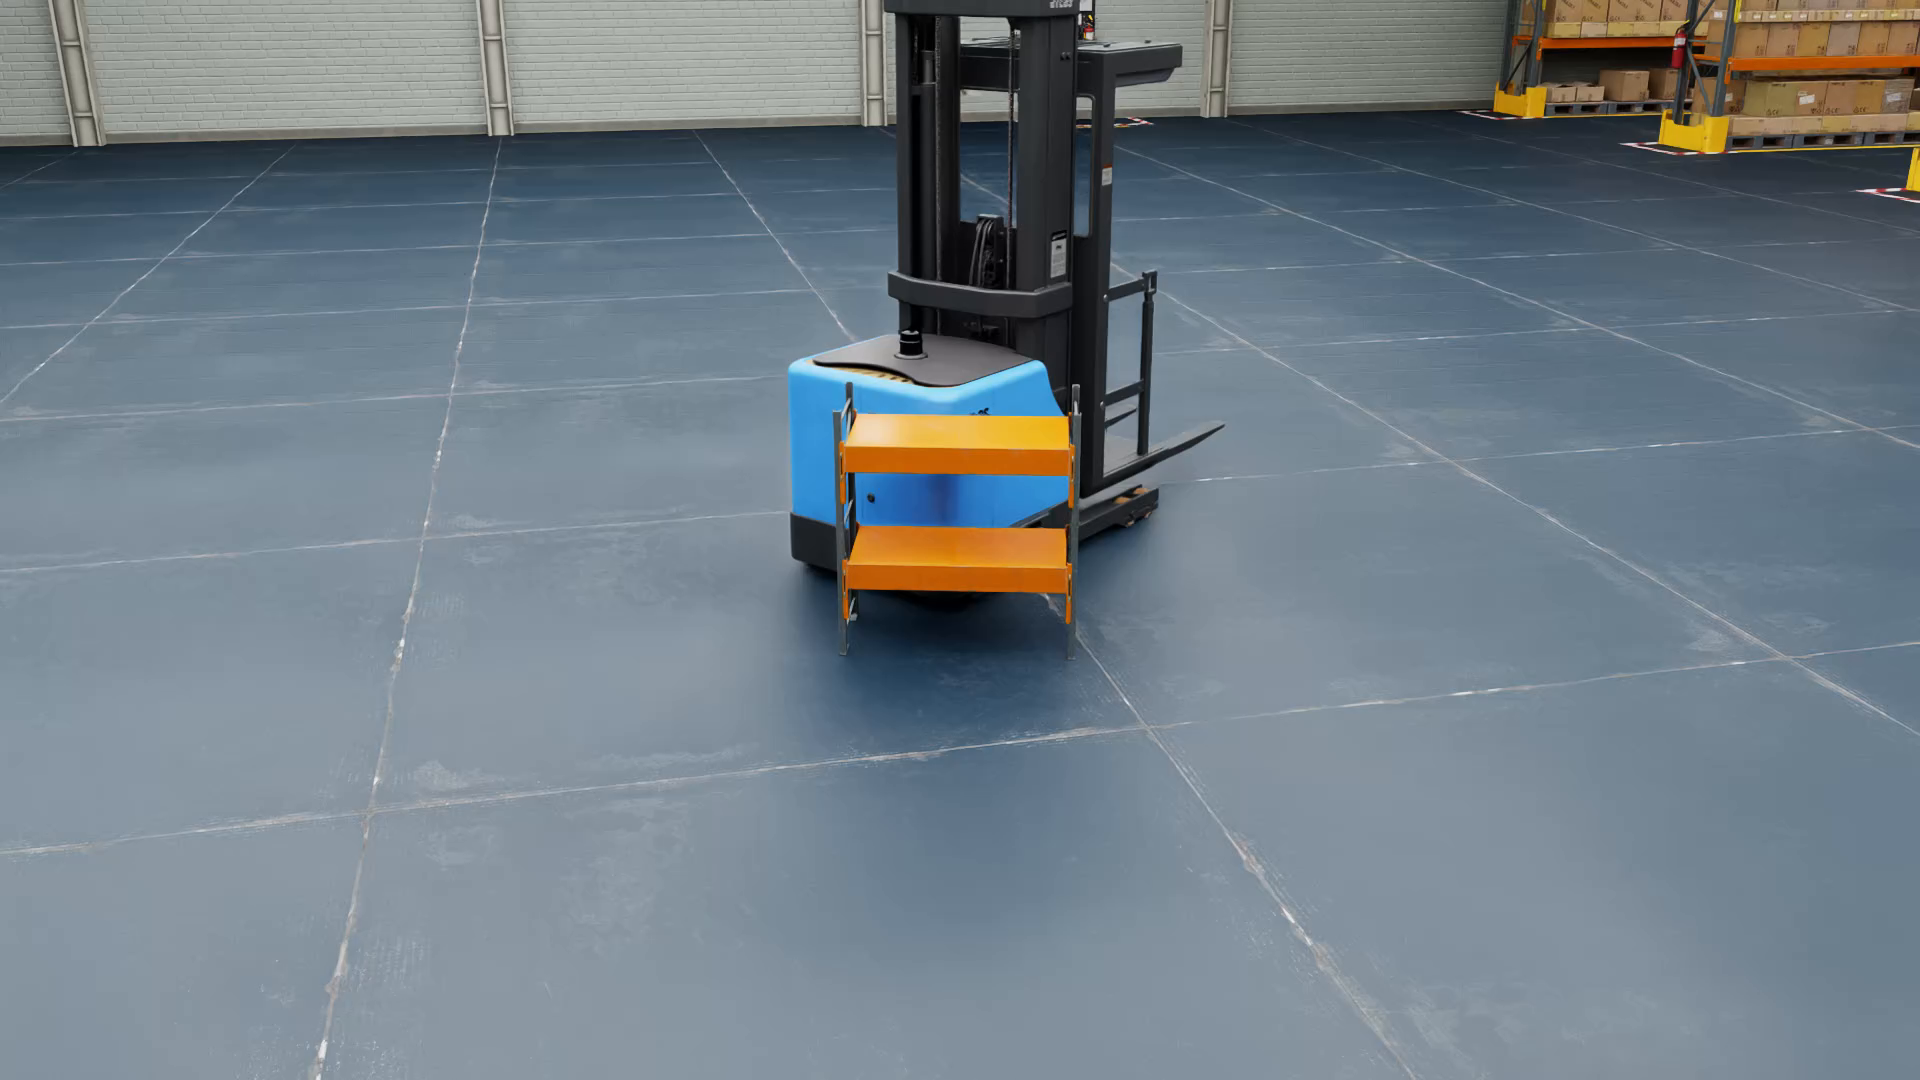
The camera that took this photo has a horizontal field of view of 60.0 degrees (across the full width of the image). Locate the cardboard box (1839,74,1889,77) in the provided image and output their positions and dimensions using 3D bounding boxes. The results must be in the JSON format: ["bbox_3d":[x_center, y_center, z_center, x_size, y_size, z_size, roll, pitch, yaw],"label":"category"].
[{"bbox_3d":[13.796,-6.859,25.475,0.500,0.500,0.500,-5,21,-12],"label":"cardboard box"}]

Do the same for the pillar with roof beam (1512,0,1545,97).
[{"bbox_3d":[11.241,-10.637,24.770,0.400,9.000,9.100,-5,21,-12],"label":"pillar with roof beam"}]

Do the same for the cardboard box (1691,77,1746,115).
[{"bbox_3d":[11.365,-6.659,24.928,0.500,0.500,0.500,-5,21,-12],"label":"cardboard box"}]

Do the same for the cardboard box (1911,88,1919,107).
[{"bbox_3d":[15.132,-6.872,25.786,0.500,0.311,0.500,-5,21,-12],"label":"cardboard box"}]

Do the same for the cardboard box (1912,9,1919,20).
[{"bbox_3d":[14.093,-7.793,24.639,0.250,0.149,0.380,-5,21,-14],"label":"cardboard box"}]

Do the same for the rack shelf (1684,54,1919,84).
[{"bbox_3d":[12.858,-7.079,24.824,4.000,0.370,1.077,-5,21,-12],"label":"rack shelf"}]

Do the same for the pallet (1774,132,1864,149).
[{"bbox_3d":[12.831,-6.119,25.212,1.213,0.211,1.003,-5,21,-12],"label":"pallet"}]

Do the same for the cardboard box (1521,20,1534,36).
[{"bbox_3d":[10.178,-8.957,29.095,0.500,0.250,0.500,-4,21,-12],"label":"cardboard box"}]

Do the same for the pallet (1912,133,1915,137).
[{"bbox_3d":[15.512,-6.337,25.807,1.213,0.211,1.003,-5,21,-12],"label":"pallet"}]

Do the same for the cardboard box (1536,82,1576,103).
[{"bbox_3d":[10.462,-7.885,29.248,0.500,0.311,0.500,-7,21,-19],"label":"cardboard box"}]

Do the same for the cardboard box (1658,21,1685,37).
[{"bbox_3d":[12.297,-8.951,29.079,0.500,0.250,0.500,-5,21,-13],"label":"cardboard box"}]

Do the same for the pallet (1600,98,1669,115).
[{"bbox_3d":[11.825,-7.761,29.694,1.213,0.211,1.003,-5,21,-12],"label":"pallet"}]

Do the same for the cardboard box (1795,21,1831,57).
[{"bbox_3d":[12.363,-7.419,24.560,0.500,0.500,0.700,-5,21,-12],"label":"cardboard box"}]

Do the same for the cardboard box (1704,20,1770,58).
[{"bbox_3d":[11.369,-7.338,24.340,0.500,0.500,0.700,-5,21,-12],"label":"cardboard box"}]

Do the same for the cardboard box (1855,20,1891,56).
[{"bbox_3d":[13.373,-7.502,24.789,0.500,0.500,0.700,-4,21,-12],"label":"cardboard box"}]

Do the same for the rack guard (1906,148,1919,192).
[{"bbox_3d":[12.111,-4.448,20.231,0.348,0.500,1.175,-5,21,-12],"label":"rack guard"}]

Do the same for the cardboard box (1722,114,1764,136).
[{"bbox_3d":[11.484,-6.132,24.582,0.500,0.250,0.500,-5,21,-12],"label":"cardboard box"}]

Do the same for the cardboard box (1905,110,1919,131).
[{"bbox_3d":[14.403,-6.371,25.234,0.500,0.250,0.500,-5,21,-12],"label":"cardboard box"}]

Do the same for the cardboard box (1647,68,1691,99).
[{"bbox_3d":[12.660,-8.170,29.752,0.500,0.500,0.500,-6,21,-17],"label":"cardboard box"}]

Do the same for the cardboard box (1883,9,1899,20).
[{"bbox_3d":[13.598,-7.753,24.531,0.250,0.149,0.380,-5,21,-13],"label":"cardboard box"}]

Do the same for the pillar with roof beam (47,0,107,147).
[{"bbox_3d":[-12.115,-8.738,19.584,0.400,9.000,9.100,-5,21,-12],"label":"pillar with roof beam"}]

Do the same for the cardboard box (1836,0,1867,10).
[{"bbox_3d":[12.908,-8.075,24.465,0.500,0.500,0.700,-5,21,-12],"label":"cardboard box"}]

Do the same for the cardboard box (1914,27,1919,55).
[{"bbox_3d":[14.374,-7.585,25.014,0.500,0.500,0.700,-5,21,-14],"label":"cardboard box"}]

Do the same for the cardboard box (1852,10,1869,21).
[{"bbox_3d":[13.095,-7.711,24.416,0.250,0.149,0.380,-4,20,-11],"label":"cardboard box"}]

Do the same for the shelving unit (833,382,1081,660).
[{"bbox_3d":[-0.001,-0.091,7.427,1.048,1.125,0.538,1,20,3],"label":"shelving unit"}]

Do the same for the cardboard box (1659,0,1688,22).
[{"bbox_3d":[12.295,-9.305,28.955,0.500,0.500,0.500,-5,21,-14],"label":"cardboard box"}]

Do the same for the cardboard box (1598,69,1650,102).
[{"bbox_3d":[11.742,-8.060,29.452,0.500,0.500,0.700,-6,21,-16],"label":"cardboard box"}]

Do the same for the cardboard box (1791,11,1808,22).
[{"bbox_3d":[12.088,-7.629,24.192,0.250,0.149,0.380,-5,21,-13],"label":"cardboard box"}]

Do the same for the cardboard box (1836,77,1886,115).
[{"bbox_3d":[13.428,-6.647,24.896,0.500,0.500,0.500,-5,21,-12],"label":"cardboard box"}]

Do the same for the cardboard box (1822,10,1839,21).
[{"bbox_3d":[12.596,-7.672,24.308,0.250,0.149,0.380,-5,21,-13],"label":"cardboard box"}]

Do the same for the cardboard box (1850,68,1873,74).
[{"bbox_3d":[16.336,-8.506,30.669,0.500,0.500,0.700,-5,21,-13],"label":"cardboard box"}]

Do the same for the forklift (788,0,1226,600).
[{"bbox_3d":[0.439,-1.534,8.742,1.130,2.935,3.031,15,25,34],"label":"forklift"}]

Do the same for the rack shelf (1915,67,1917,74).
[{"bbox_3d":[16.750,-7.396,25.689,4.000,0.370,1.077,-5,21,-12],"label":"rack shelf"}]

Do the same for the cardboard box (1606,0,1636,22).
[{"bbox_3d":[11.289,-9.219,28.720,0.500,0.500,0.500,-5,21,-14],"label":"cardboard box"}]

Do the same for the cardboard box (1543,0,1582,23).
[{"bbox_3d":[10.302,-9.145,28.516,0.500,0.500,0.500,-5,21,-12],"label":"cardboard box"}]

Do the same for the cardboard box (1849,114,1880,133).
[{"bbox_3d":[13.431,-6.290,25.013,0.500,0.250,0.500,-5,21,-12],"label":"cardboard box"}]

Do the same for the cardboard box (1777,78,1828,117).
[{"bbox_3d":[12.454,-6.569,24.682,0.500,0.500,0.500,-5,21,-12],"label":"cardboard box"}]

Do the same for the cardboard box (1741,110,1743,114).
[{"bbox_3d":[11.849,-6.349,25.174,0.500,0.250,0.500,-5,21,-12],"label":"cardboard box"}]

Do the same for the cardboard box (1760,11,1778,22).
[{"bbox_3d":[11.599,-7.591,24.087,0.250,0.149,0.380,-5,21,-14],"label":"cardboard box"}]

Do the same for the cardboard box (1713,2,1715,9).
[{"bbox_3d":[13.272,-9.383,29.167,0.500,0.500,0.500,-5,21,-13],"label":"cardboard box"}]

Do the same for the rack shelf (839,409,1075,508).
[{"bbox_3d":[-0.001,-0.366,7.326,1.000,0.278,0.538,1,20,3],"label":"rack shelf"}]

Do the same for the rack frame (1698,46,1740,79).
[{"bbox_3d":[13.660,-9.233,29.659,0.127,3.000,1.000,-5,21,-12],"label":"rack frame"}]

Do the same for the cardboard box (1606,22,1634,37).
[{"bbox_3d":[11.315,-8.872,28.862,0.500,0.250,0.500,-5,21,-13],"label":"cardboard box"}]

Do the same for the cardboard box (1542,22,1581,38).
[{"bbox_3d":[10.316,-8.788,28.632,0.500,0.250,0.500,-5,21,-14],"label":"cardboard box"}]

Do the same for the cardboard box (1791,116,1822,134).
[{"bbox_3d":[12.457,-6.213,24.801,0.500,0.250,0.500,-5,21,-12],"label":"cardboard box"}]

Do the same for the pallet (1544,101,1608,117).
[{"bbox_3d":[10.641,-7.665,29.434,1.213,0.211,1.003,-5,21,-12],"label":"pallet"}]

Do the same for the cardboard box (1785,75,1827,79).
[{"bbox_3d":[12.821,-6.782,25.264,0.500,0.500,0.500,-5,21,-12],"label":"cardboard box"}]

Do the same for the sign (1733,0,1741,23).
[{"bbox_3d":[11.033,-7.516,23.597,0.005,0.325,0.100,-5,21,-12],"label":"sign"}]

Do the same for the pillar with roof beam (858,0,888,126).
[{"bbox_3d":[-0.437,-9.687,22.177,0.400,9.000,9.100,-5,21,-12],"label":"pillar with roof beam"}]

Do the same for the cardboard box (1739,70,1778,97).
[{"bbox_3d":[14.373,-8.330,30.187,0.500,0.500,0.700,-4,20,-11],"label":"cardboard box"}]

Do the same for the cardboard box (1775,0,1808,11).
[{"bbox_3d":[11.931,-7.995,24.247,0.500,0.500,0.700,-5,21,-14],"label":"cardboard box"}]

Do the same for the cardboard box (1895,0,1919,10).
[{"bbox_3d":[13.882,-8.153,24.680,0.500,0.500,0.700,-5,21,-13],"label":"cardboard box"}]

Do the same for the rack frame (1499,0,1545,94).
[{"bbox_3d":[9.768,-8.916,28.794,0.127,3.000,1.000,-5,21,-12],"label":"rack frame"}]

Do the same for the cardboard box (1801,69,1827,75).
[{"bbox_3d":[15.370,-8.414,30.418,0.500,0.500,0.700,-4,21,-12],"label":"cardboard box"}]

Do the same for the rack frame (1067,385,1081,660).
[{"bbox_3d":[0.506,-0.082,7.403,0.032,1.125,0.500,1,20,3],"label":"rack frame"}]

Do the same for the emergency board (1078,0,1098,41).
[{"bbox_3d":[1.997,-8.604,27.940,0.643,1.169,0.194,-5,21,-12],"label":"emergency board"}]
